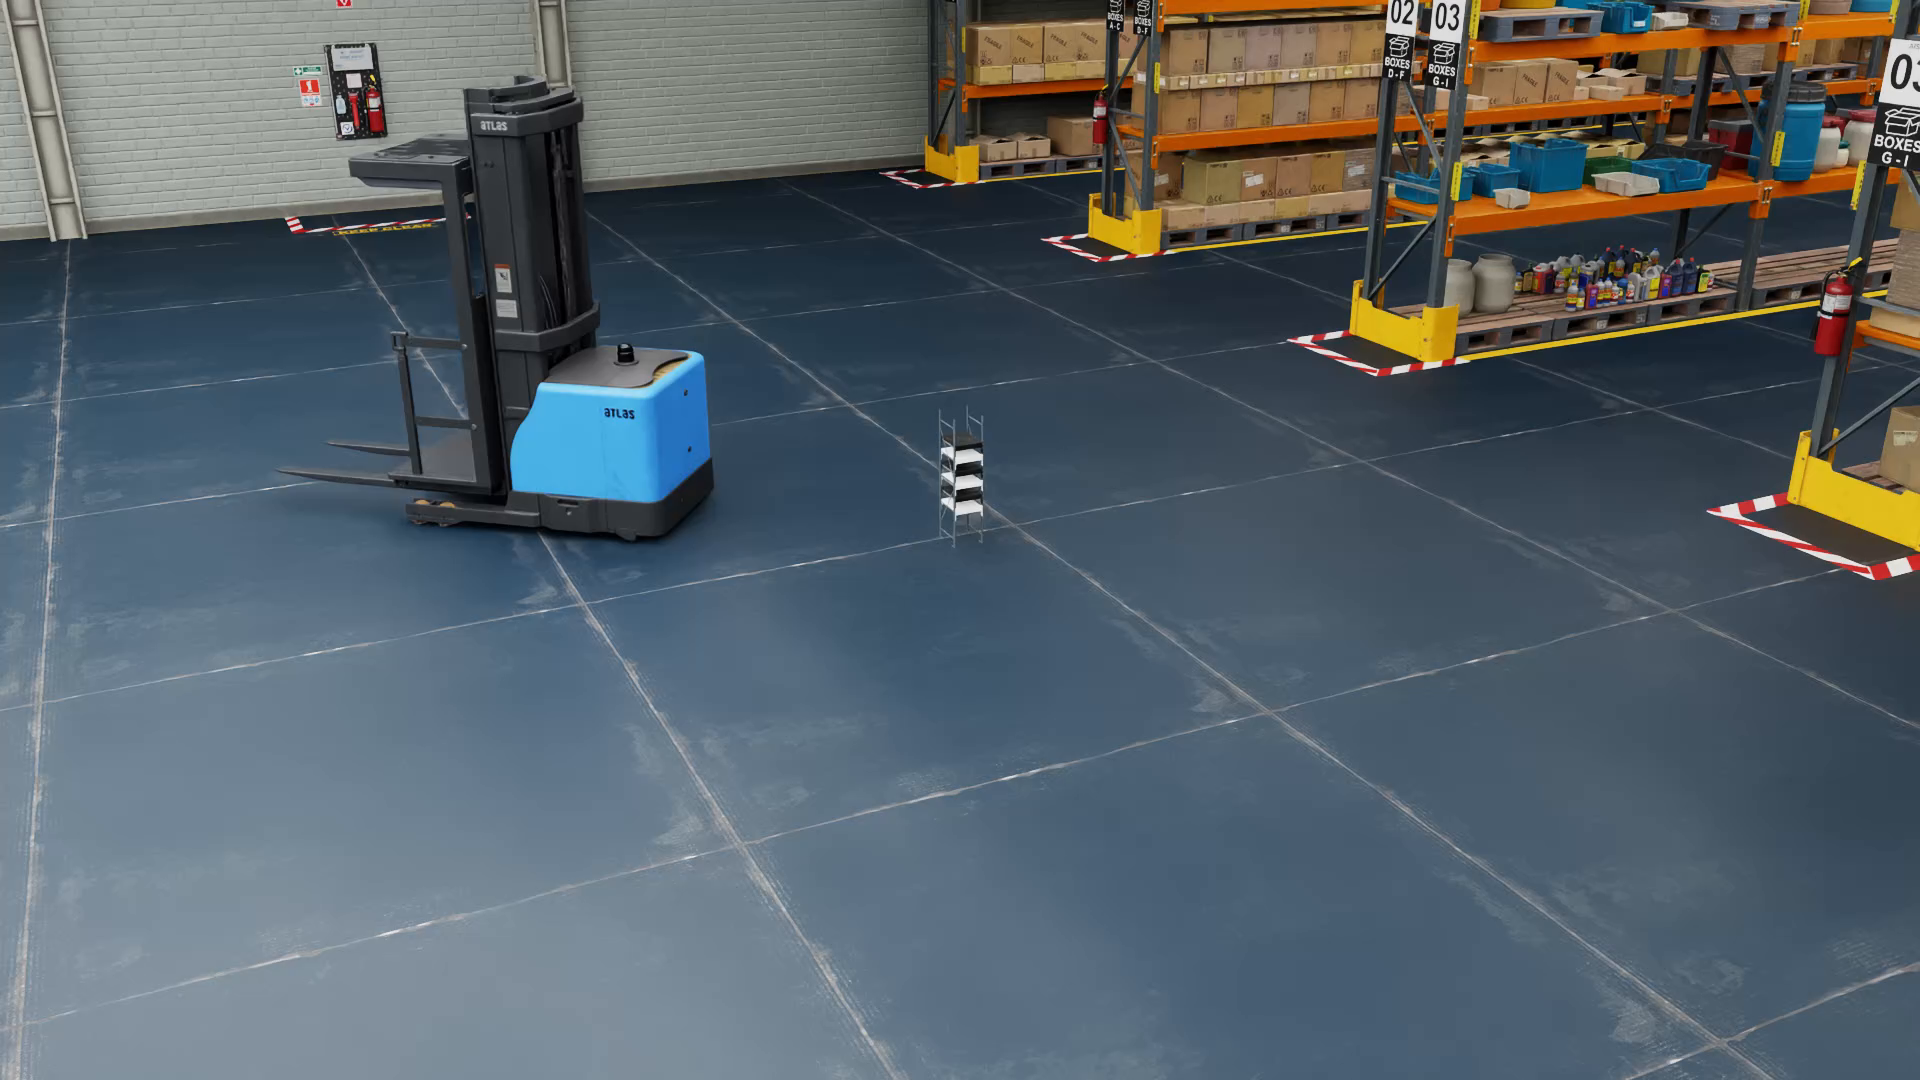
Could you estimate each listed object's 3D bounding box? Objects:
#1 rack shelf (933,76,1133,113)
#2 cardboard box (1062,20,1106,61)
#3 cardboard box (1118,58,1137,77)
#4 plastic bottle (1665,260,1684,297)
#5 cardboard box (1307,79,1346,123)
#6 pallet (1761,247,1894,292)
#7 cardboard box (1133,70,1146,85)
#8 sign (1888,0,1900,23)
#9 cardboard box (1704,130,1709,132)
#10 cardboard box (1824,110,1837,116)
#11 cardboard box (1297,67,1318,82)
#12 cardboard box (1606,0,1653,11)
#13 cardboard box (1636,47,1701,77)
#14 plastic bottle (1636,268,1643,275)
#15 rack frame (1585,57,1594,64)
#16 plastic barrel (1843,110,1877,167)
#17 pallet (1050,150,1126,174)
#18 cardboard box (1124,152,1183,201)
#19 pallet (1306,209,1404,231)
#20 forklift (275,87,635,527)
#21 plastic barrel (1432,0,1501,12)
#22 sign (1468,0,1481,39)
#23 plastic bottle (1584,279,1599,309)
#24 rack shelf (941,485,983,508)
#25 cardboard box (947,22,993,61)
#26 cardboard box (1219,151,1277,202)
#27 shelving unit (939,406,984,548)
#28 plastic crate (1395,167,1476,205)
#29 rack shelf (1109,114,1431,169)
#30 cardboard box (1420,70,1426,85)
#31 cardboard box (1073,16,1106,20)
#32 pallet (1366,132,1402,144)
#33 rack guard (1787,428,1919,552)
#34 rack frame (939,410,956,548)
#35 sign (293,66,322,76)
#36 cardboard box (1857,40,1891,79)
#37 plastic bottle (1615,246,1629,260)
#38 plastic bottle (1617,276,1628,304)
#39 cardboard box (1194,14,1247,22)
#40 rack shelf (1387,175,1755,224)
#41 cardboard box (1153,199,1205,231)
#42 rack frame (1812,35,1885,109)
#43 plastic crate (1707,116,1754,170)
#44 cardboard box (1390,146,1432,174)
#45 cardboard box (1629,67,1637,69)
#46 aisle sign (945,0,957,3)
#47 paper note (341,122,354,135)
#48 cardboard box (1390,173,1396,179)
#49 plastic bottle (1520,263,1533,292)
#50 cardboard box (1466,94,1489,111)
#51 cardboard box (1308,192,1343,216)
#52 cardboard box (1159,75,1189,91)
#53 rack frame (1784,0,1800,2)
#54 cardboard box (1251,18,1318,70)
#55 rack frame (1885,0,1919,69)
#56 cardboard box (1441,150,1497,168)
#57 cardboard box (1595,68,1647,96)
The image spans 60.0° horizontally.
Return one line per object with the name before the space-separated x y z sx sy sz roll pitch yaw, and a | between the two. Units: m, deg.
rack shelf | 1.612 -6.614 24.246 4.000 0.370 1.077 -10 25 -24
cardboard box | 1.748 -7.128 23.738 0.500 0.500 0.500 -10 24 -22
cardboard box | 2.220 -6.866 24.085 0.500 0.250 0.500 -11 25 -24
plastic bottle | 7.083 -2.605 16.509 0.185 0.351 0.144 -12 25 -26
cardboard box | 4.243 -5.370 20.170 0.500 0.500 0.700 -10 25 -23
pallet | 9.503 -2.923 18.035 1.213 0.211 1.003 -10 25 -24
cardboard box | 2.223 -5.383 19.353 0.250 0.149 0.380 -11 25 -25
sign | 6.032 -3.483 10.662 0.005 0.325 0.100 -10 25 -24
cardboard box | 10.628 -5.430 23.140 0.500 0.500 0.500 -11 25 -24
cardboard box | 13.165 -6.139 24.851 0.500 0.500 0.500 -10 25 -24
cardboard box | 4.031 -5.543 19.740 0.250 0.149 0.380 -10 24 -22
cardboard box | 11.119 -8.828 28.262 0.700 0.700 0.980 -10 25 -23
cardboard box | 9.689 -6.618 22.637 0.700 0.500 0.500 21 30 41
plastic bottle | 6.724 -2.551 16.468 0.133 0.283 0.061 -10 25 -24
rack frame | 10.624 -8.604 28.113 0.053 2.616 0.949 -10 25 -24
plastic barrel | 9.329 -4.131 17.131 0.433 0.535 0.433 0 22 0
pallet | 1.724 -5.662 24.652 1.213 0.211 1.003 -10 25 -24
cardboard box | 2.316 -4.369 19.949 0.500 0.500 0.500 -10 25 -24
pallet | 4.831 -4.165 21.037 1.213 0.211 1.003 -10 25 -24
forklift | -3.388 -1.610 11.391 2.937 2.867 1.118 5 23 13
plastic barrel | 4.489 -5.103 14.623 0.708 0.830 0.600 -10 25 -24
sign | 4.341 -4.400 14.024 0.005 0.325 0.100 -10 25 -24
plastic bottle | 6.087 -2.373 16.037 0.133 0.283 0.061 -10 25 -23
rack shelf | 0.007 -0.303 11.128 0.200 0.077 0.258 -10 25 -24
cardboard box | 0.143 -7.052 23.554 0.500 0.500 0.500 -11 25 -24
cardboard box | 3.436 -4.361 19.929 0.500 0.500 0.500 -10 25 -24
shelving unit | 0.007 -0.417 11.081 0.210 0.900 0.258 -10 25 -24
plastic crate | 4.428 -3.318 15.537 0.616 0.251 0.499 -10 25 -24
rack shelf | 3.764 -4.907 20.123 4.000 0.370 1.077 -10 25 -24
cardboard box | 7.738 -7.219 27.029 0.750 0.750 0.750 -11 25 -24
cardboard box | 1.981 -7.393 24.378 0.500 0.500 0.500 -10 24 -22
pallet | 6.314 -6.524 26.734 1.213 0.211 1.003 -10 25 -24
rack guard | 6.323 -0.351 11.444 0.348 0.500 1.175 -10 25 -24
rack frame | -0.084 -0.400 11.040 0.006 0.900 0.240 -10 25 -24
sign | -8.119 -5.839 20.695 0.331 0.109 0.001 -10 25 -24
cardboard box | 13.352 -6.935 23.951 0.500 0.500 0.500 -10 24 -22
plastic bottle | 6.804 -2.852 17.106 0.185 0.351 0.144 -10 24 -22
plastic bottle | 6.457 -2.443 16.222 0.097 0.271 0.097 0 22 0
cardboard box | 3.888 -7.600 24.982 0.500 0.500 0.700 -10 25 -23
rack shelf | 5.909 -3.290 15.961 3.809 0.124 0.919 -10 25 -24
cardboard box | 2.541 -3.844 19.660 0.500 0.250 0.500 -10 25 -24
rack frame | 12.774 -6.898 23.993 0.127 3.000 1.000 -10 25 -24
plastic crate | 8.015 -4.079 17.098 0.583 0.464 0.402 -10 25 -24
cardboard box | 5.807 -4.920 21.527 0.500 0.311 0.500 -10 25 -24
cardboard box | 11.729 -8.026 28.589 0.250 0.149 0.380 -10 24 -22
aisle sign | -0.125 -7.700 22.531 0.004 0.787 0.394 -10 25 -24
paper note | -7.773 -5.224 21.100 0.142 0.148 0.016 -10 25 -24
cardboard box | 5.814 -4.664 21.640 0.500 0.250 0.500 -11 25 -24
plastic bottle | 5.669 -2.630 16.657 0.133 0.283 0.061 -10 24 -22
cardboard box | 6.453 -5.532 21.020 0.250 0.149 0.380 -10 25 -24
cardboard box | 4.344 -4.175 20.460 0.500 0.250 0.500 -10 25 -24
cardboard box | 2.409 -5.245 19.019 0.250 0.149 0.380 -11 25 -24
rack frame | 7.711 -6.636 15.514 0.127 3.000 1.000 -10 25 -24
cardboard box | 3.812 -5.891 19.734 0.500 0.500 0.700 -10 25 -24
rack frame | 6.255 -4.265 9.788 0.127 3.000 1.000 -10 25 -24
cardboard box | 6.500 -4.818 21.280 0.500 0.311 0.500 -11 25 -24
cardboard box | 8.824 -6.148 22.298 0.500 0.311 0.500 -9 24 -20
